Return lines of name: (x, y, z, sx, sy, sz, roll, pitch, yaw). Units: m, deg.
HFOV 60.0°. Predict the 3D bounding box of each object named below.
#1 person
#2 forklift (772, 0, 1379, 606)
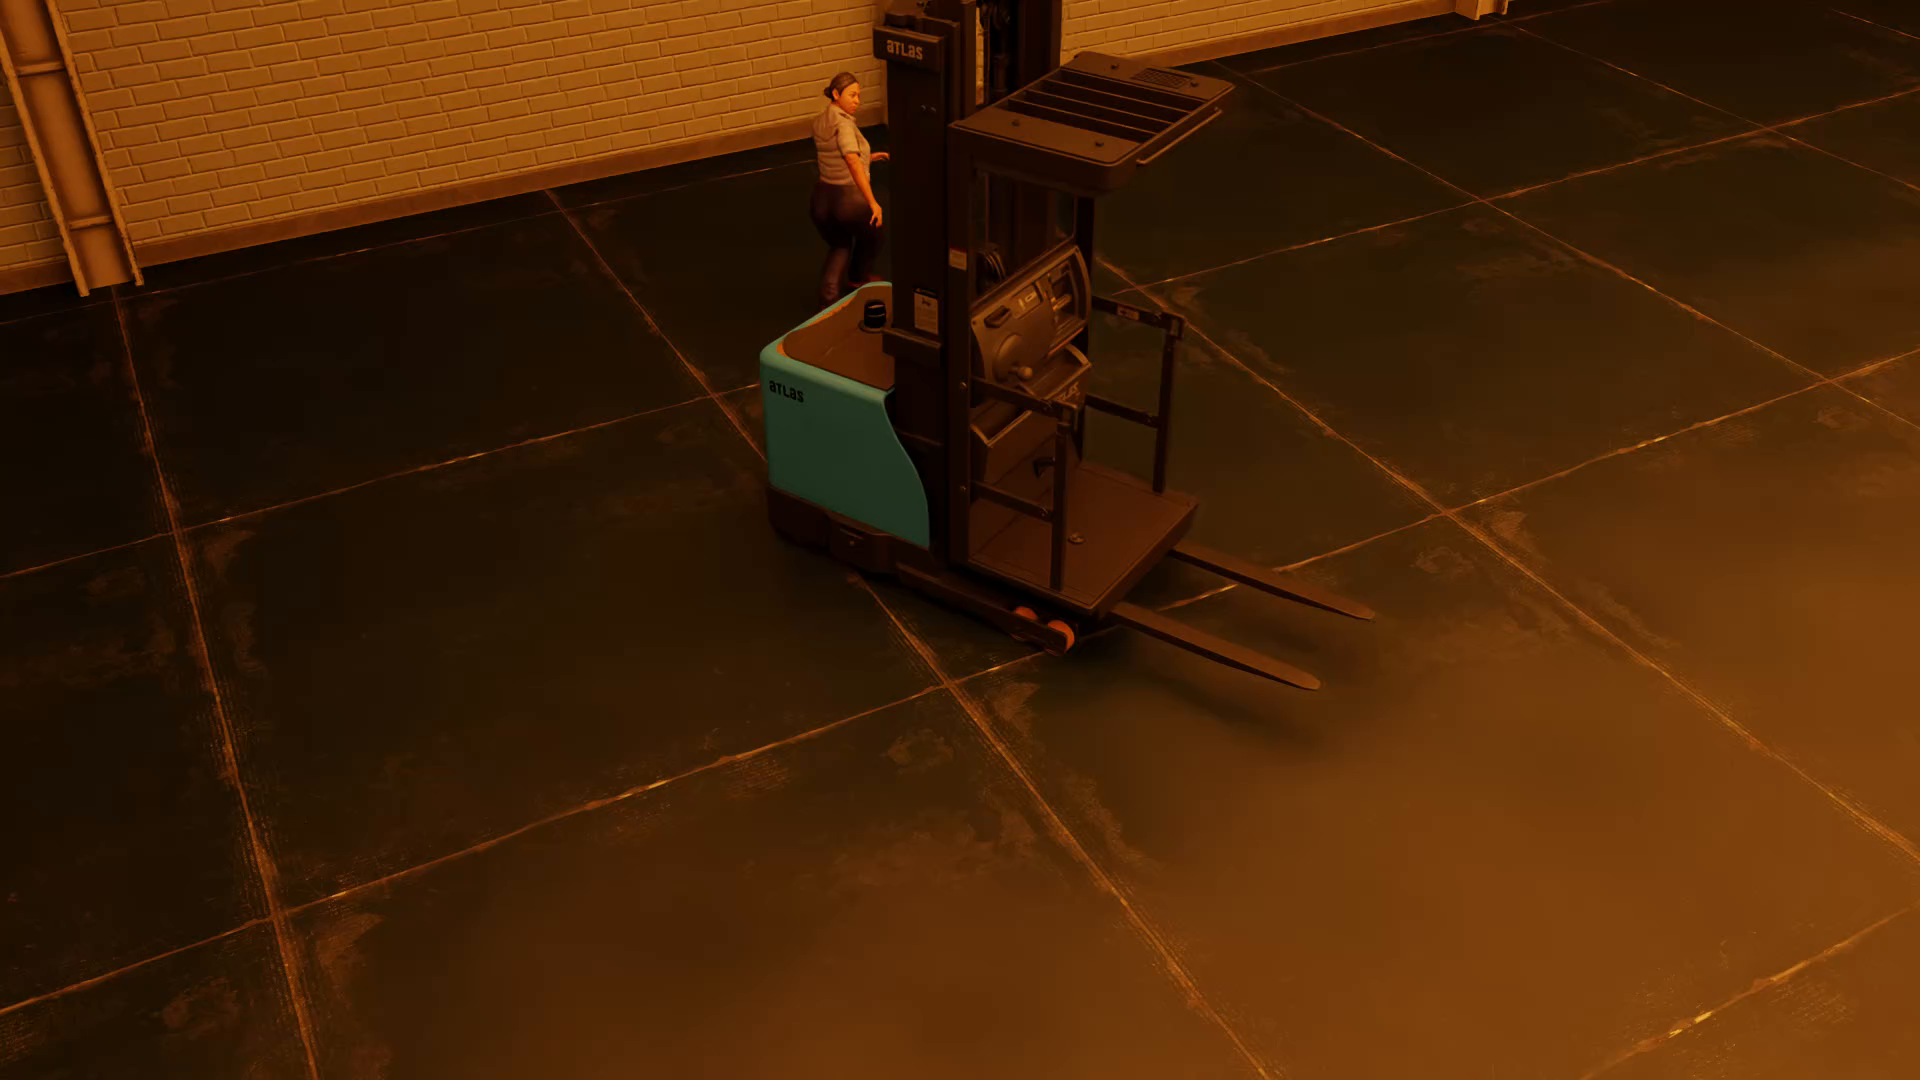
person: (-0.801, -2.401, 10.679, 0.489, 1.610, 0.680, -17, 39, -22)
forklift: (0.607, -1.257, 7.901, 3.031, 2.935, 1.130, -5, 36, -7)
